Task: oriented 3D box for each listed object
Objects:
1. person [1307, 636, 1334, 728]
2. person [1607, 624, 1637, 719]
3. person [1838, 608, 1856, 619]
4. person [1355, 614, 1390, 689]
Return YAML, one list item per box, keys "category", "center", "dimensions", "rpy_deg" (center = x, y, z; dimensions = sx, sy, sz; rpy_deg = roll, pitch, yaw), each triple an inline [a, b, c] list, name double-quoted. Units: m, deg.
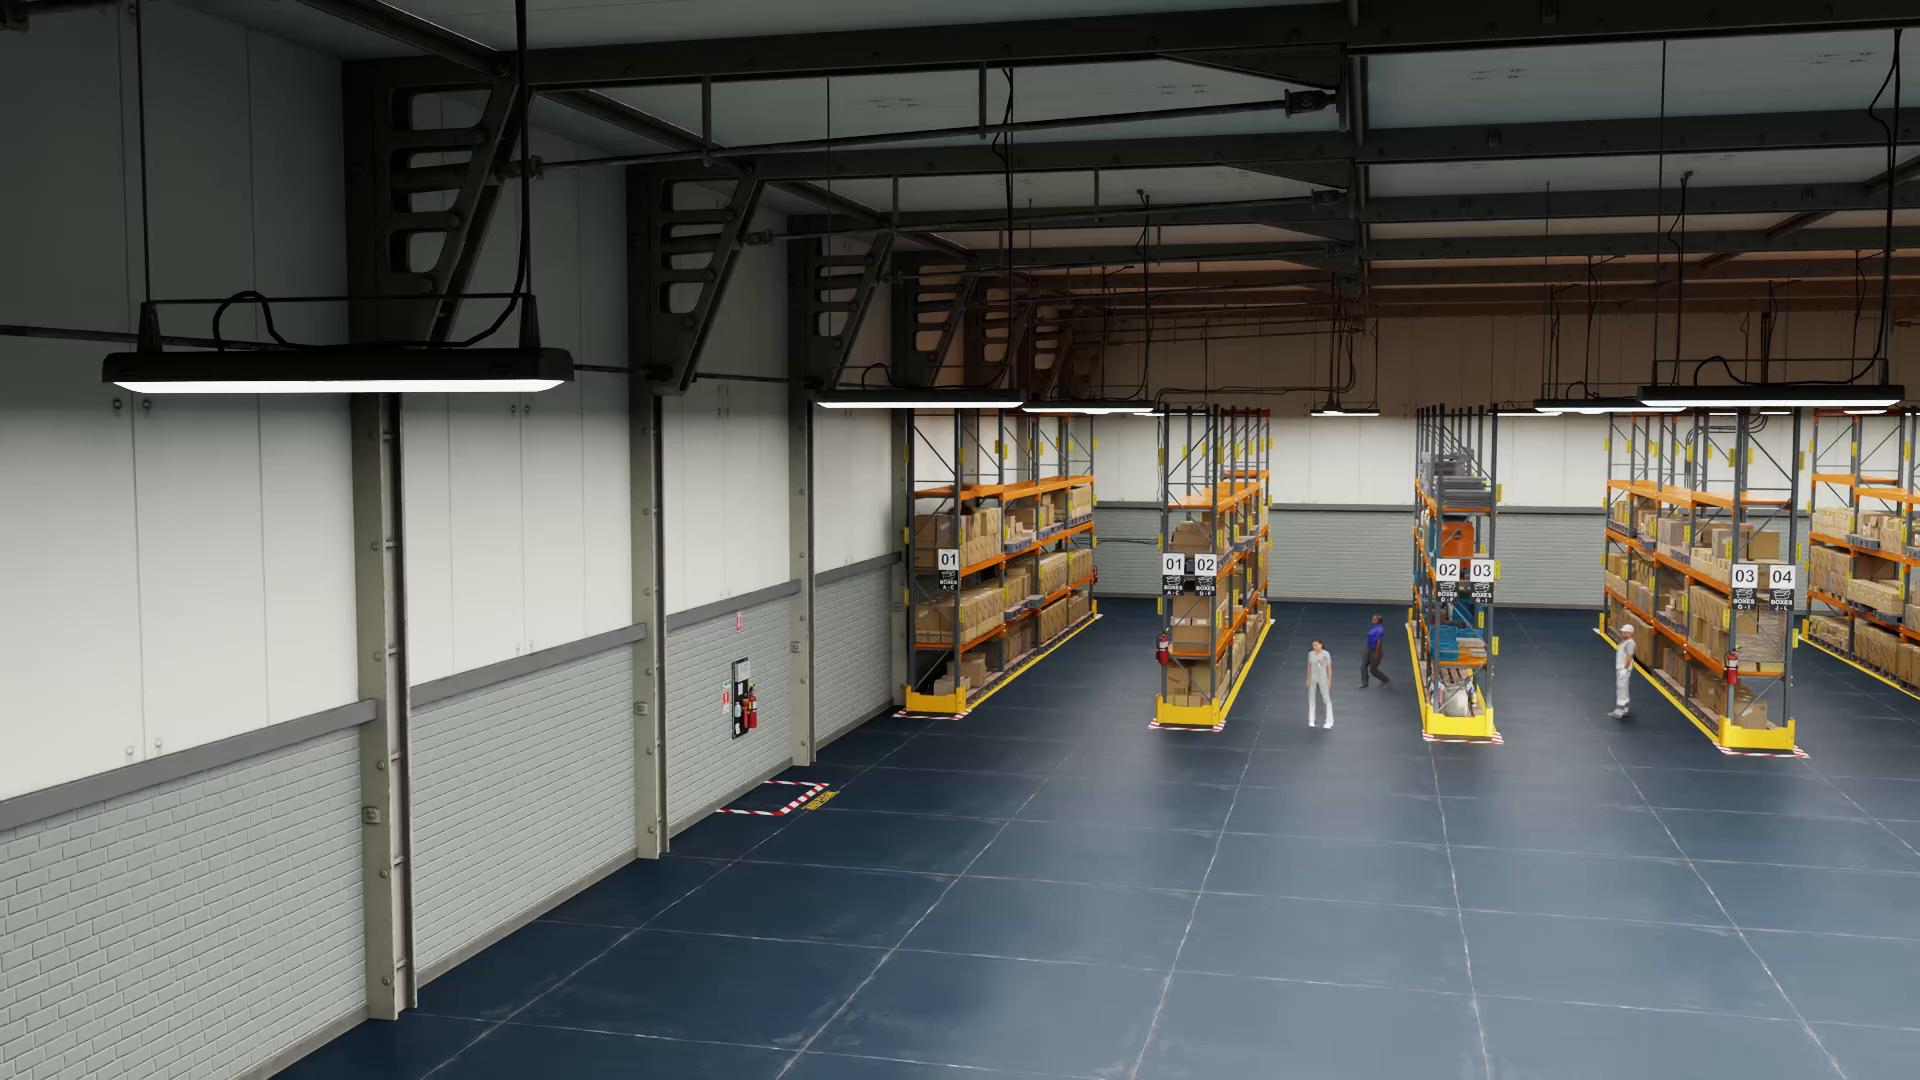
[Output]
- category: "person"
  center: [6.688, 2.630, 30.943]
  dimensions: [0.531, 1.676, 0.393]
  rpy_deg: [3, 5, 36]
- category: "person"
  center: [12.689, 2.511, 31.864]
  dimensions: [0.489, 1.789, 0.609]
  rpy_deg: [2, 5, 24]
- category: "person"
  center: [23.645, 1.660, 44.261]
  dimensions: [0.561, 1.652, 0.469]
  rpy_deg: [0, 4, 1]
- category: "person"
  center: [8.741, 2.367, 35.020]
  dimensions: [0.683, 1.591, 0.624]
  rpy_deg: [-1, 4, -15]
